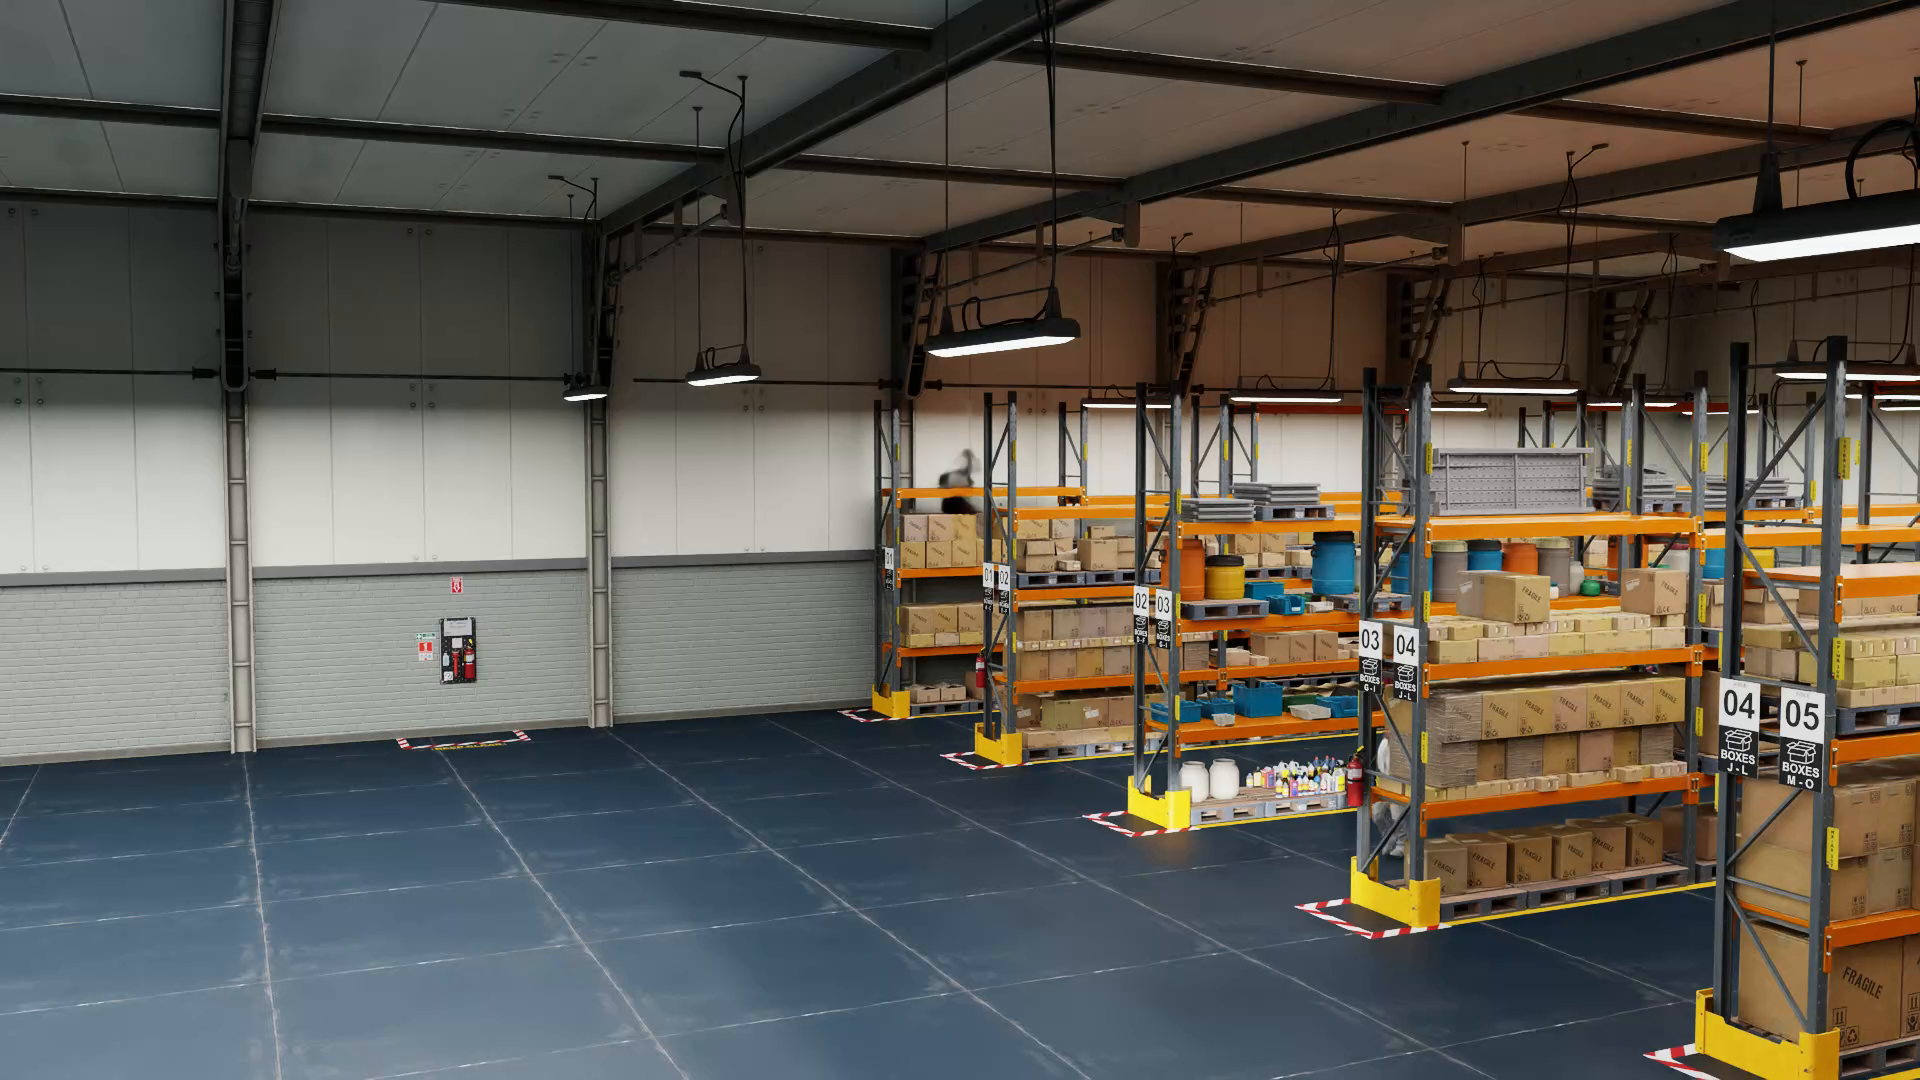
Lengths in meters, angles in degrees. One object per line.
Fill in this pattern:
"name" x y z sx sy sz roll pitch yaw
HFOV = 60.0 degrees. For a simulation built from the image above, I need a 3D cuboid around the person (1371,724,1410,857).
"person" 5.344 3.082 20.593 0.650 1.758 0.655 -2 4 -34
